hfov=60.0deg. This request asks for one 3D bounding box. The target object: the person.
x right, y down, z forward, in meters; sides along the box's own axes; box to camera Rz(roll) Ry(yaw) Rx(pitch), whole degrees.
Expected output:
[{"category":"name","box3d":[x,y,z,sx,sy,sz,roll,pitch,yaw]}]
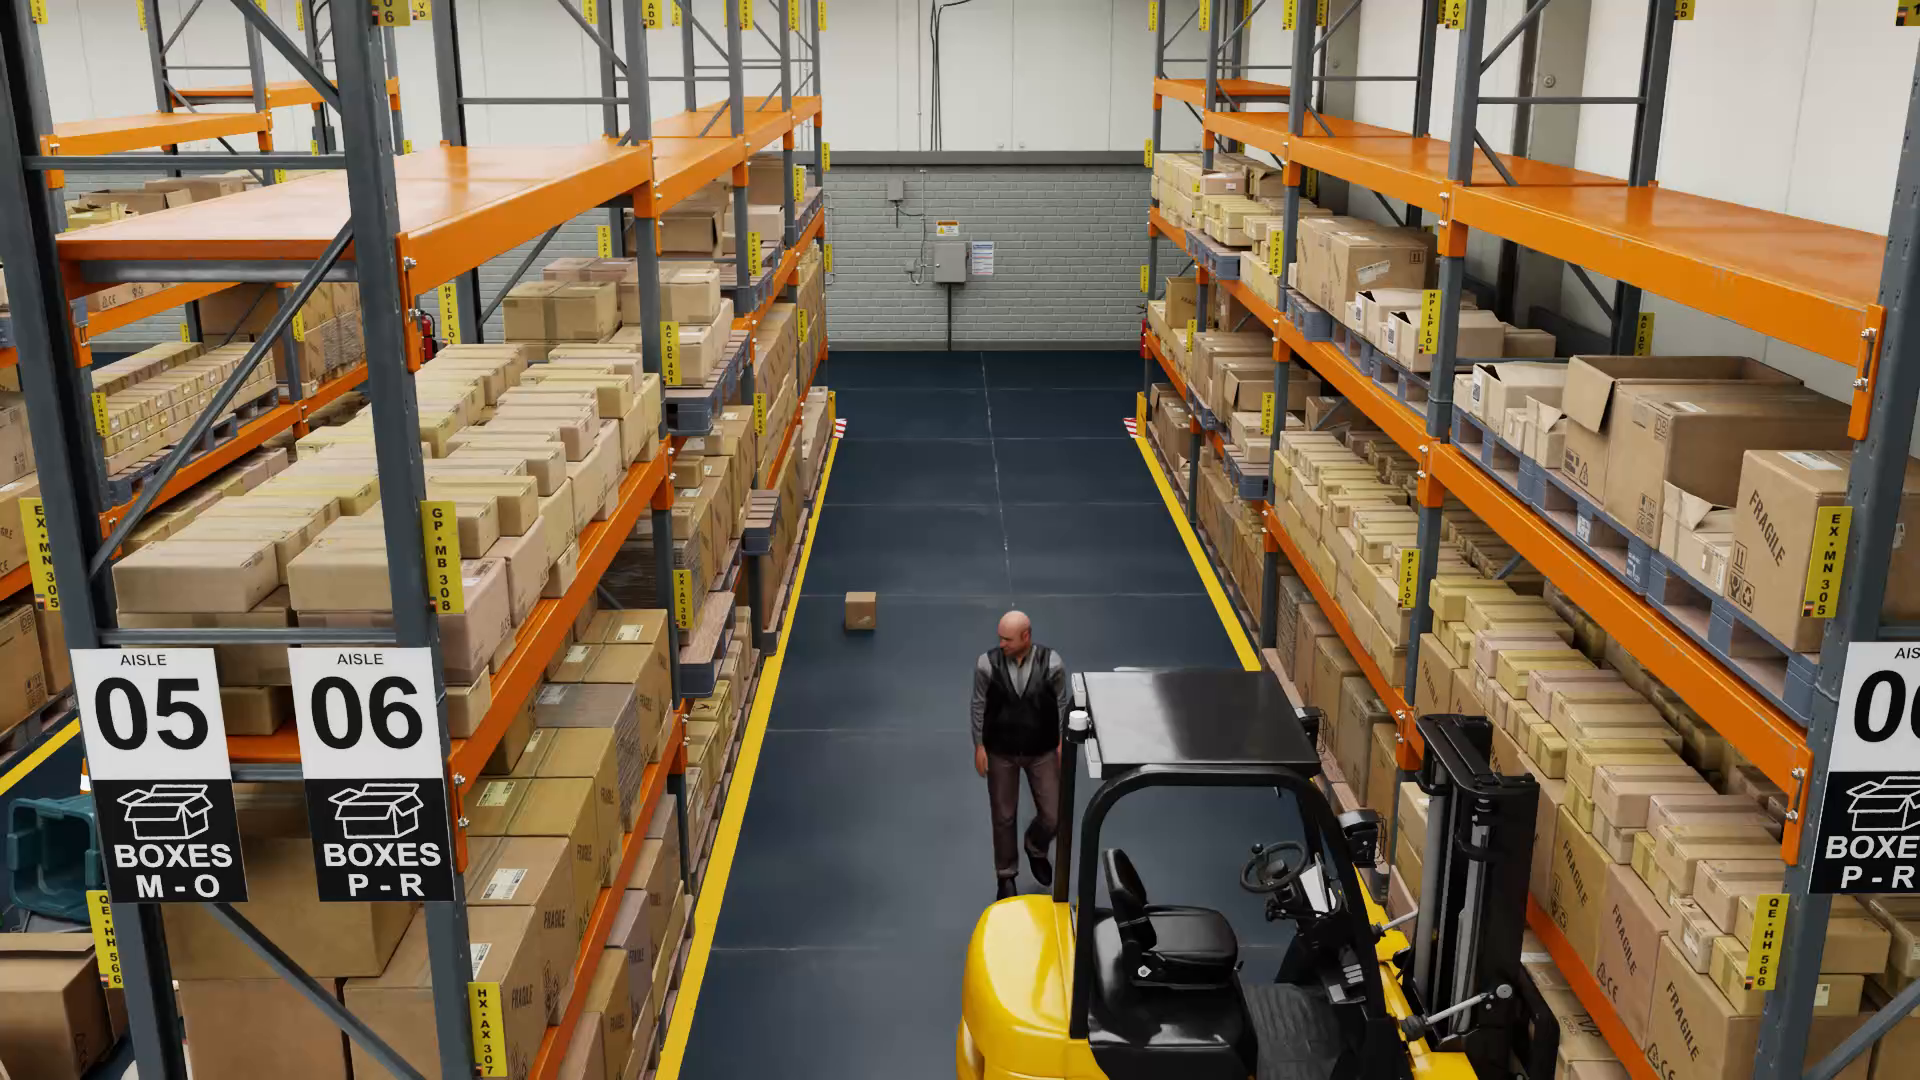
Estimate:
[{"category":"person","box3d":[0.337,1.227,9.505,0.558,1.716,0.435,0,17,1]}]
